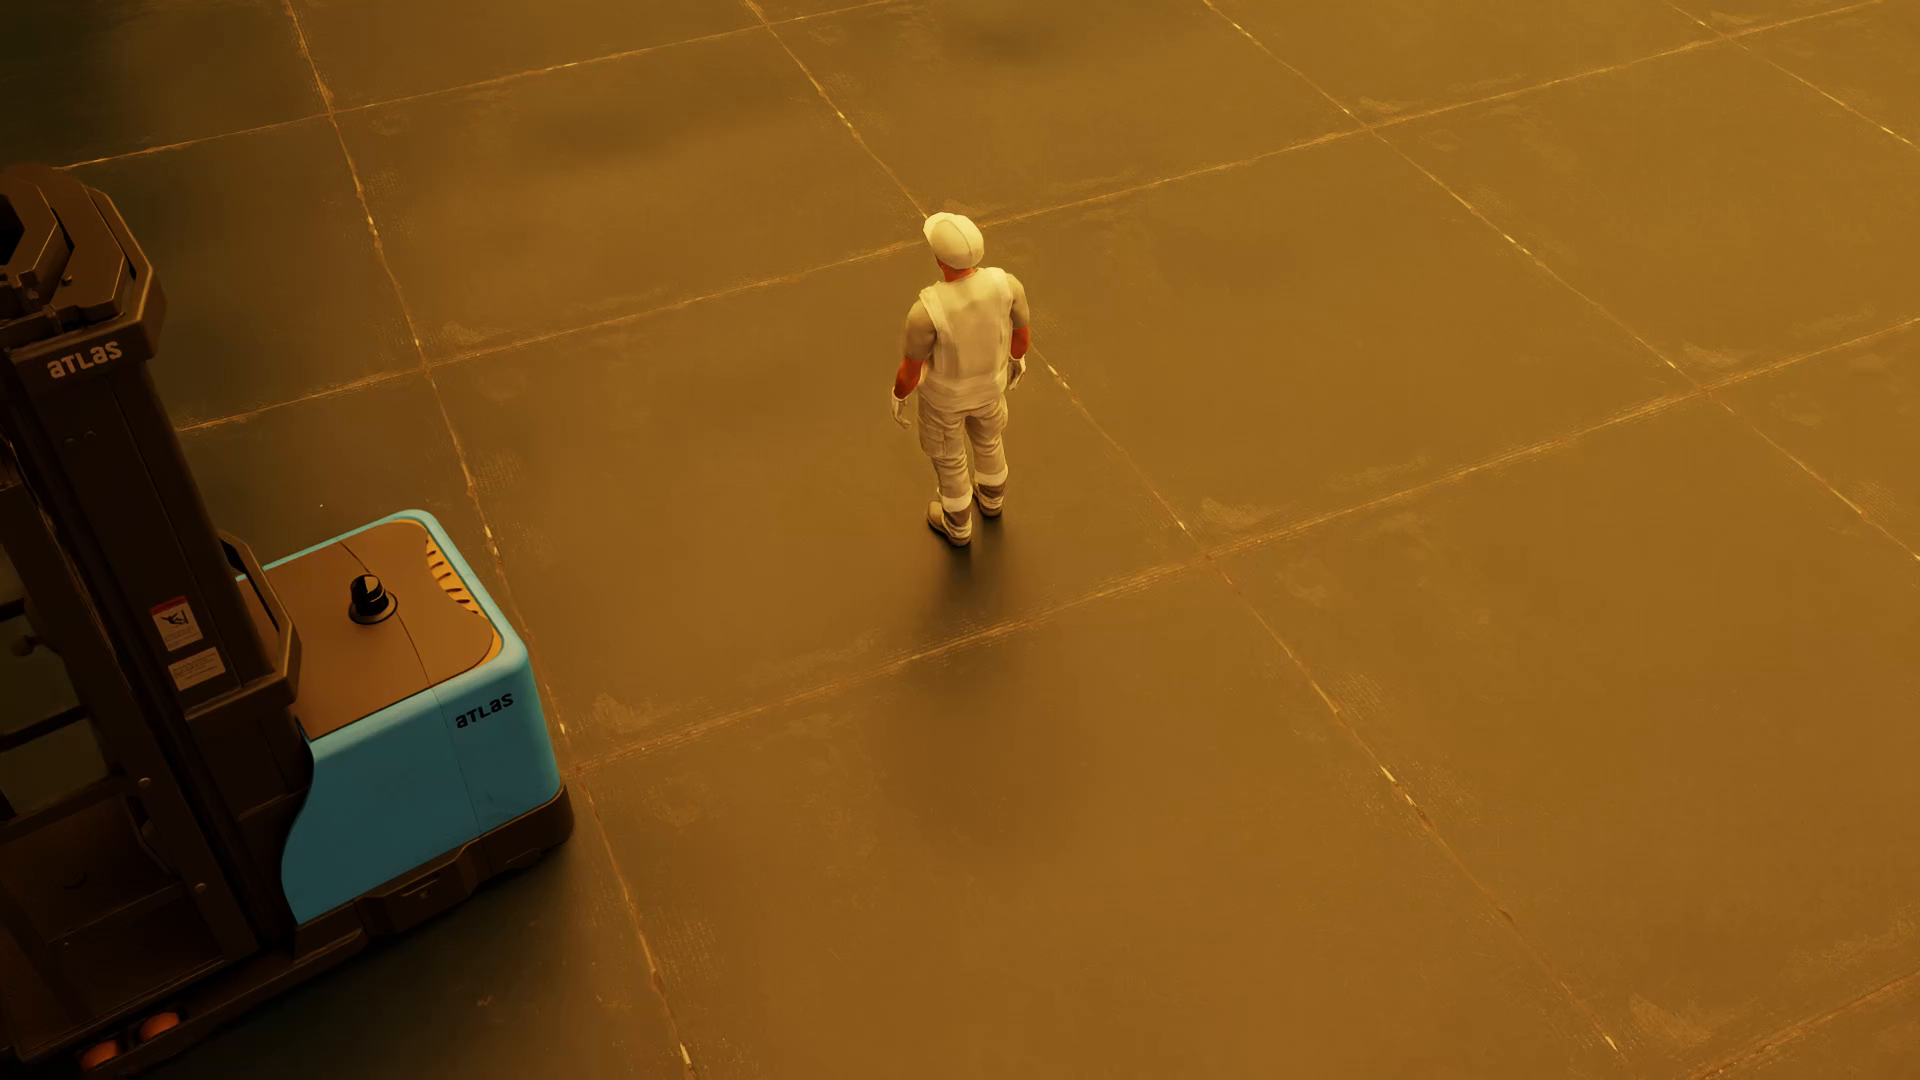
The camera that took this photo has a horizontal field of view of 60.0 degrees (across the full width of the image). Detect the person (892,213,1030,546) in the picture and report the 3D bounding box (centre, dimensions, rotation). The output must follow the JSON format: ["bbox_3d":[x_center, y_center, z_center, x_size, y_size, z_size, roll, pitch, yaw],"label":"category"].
[{"bbox_3d":[-0.023,-0.713,7.270,0.637,1.790,0.562,-18,46,-18],"label":"person"}]

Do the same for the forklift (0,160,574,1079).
[{"bbox_3d":[-3.013,0.418,5.233,3.031,2.935,1.130,-26,49,-25],"label":"forklift"}]
